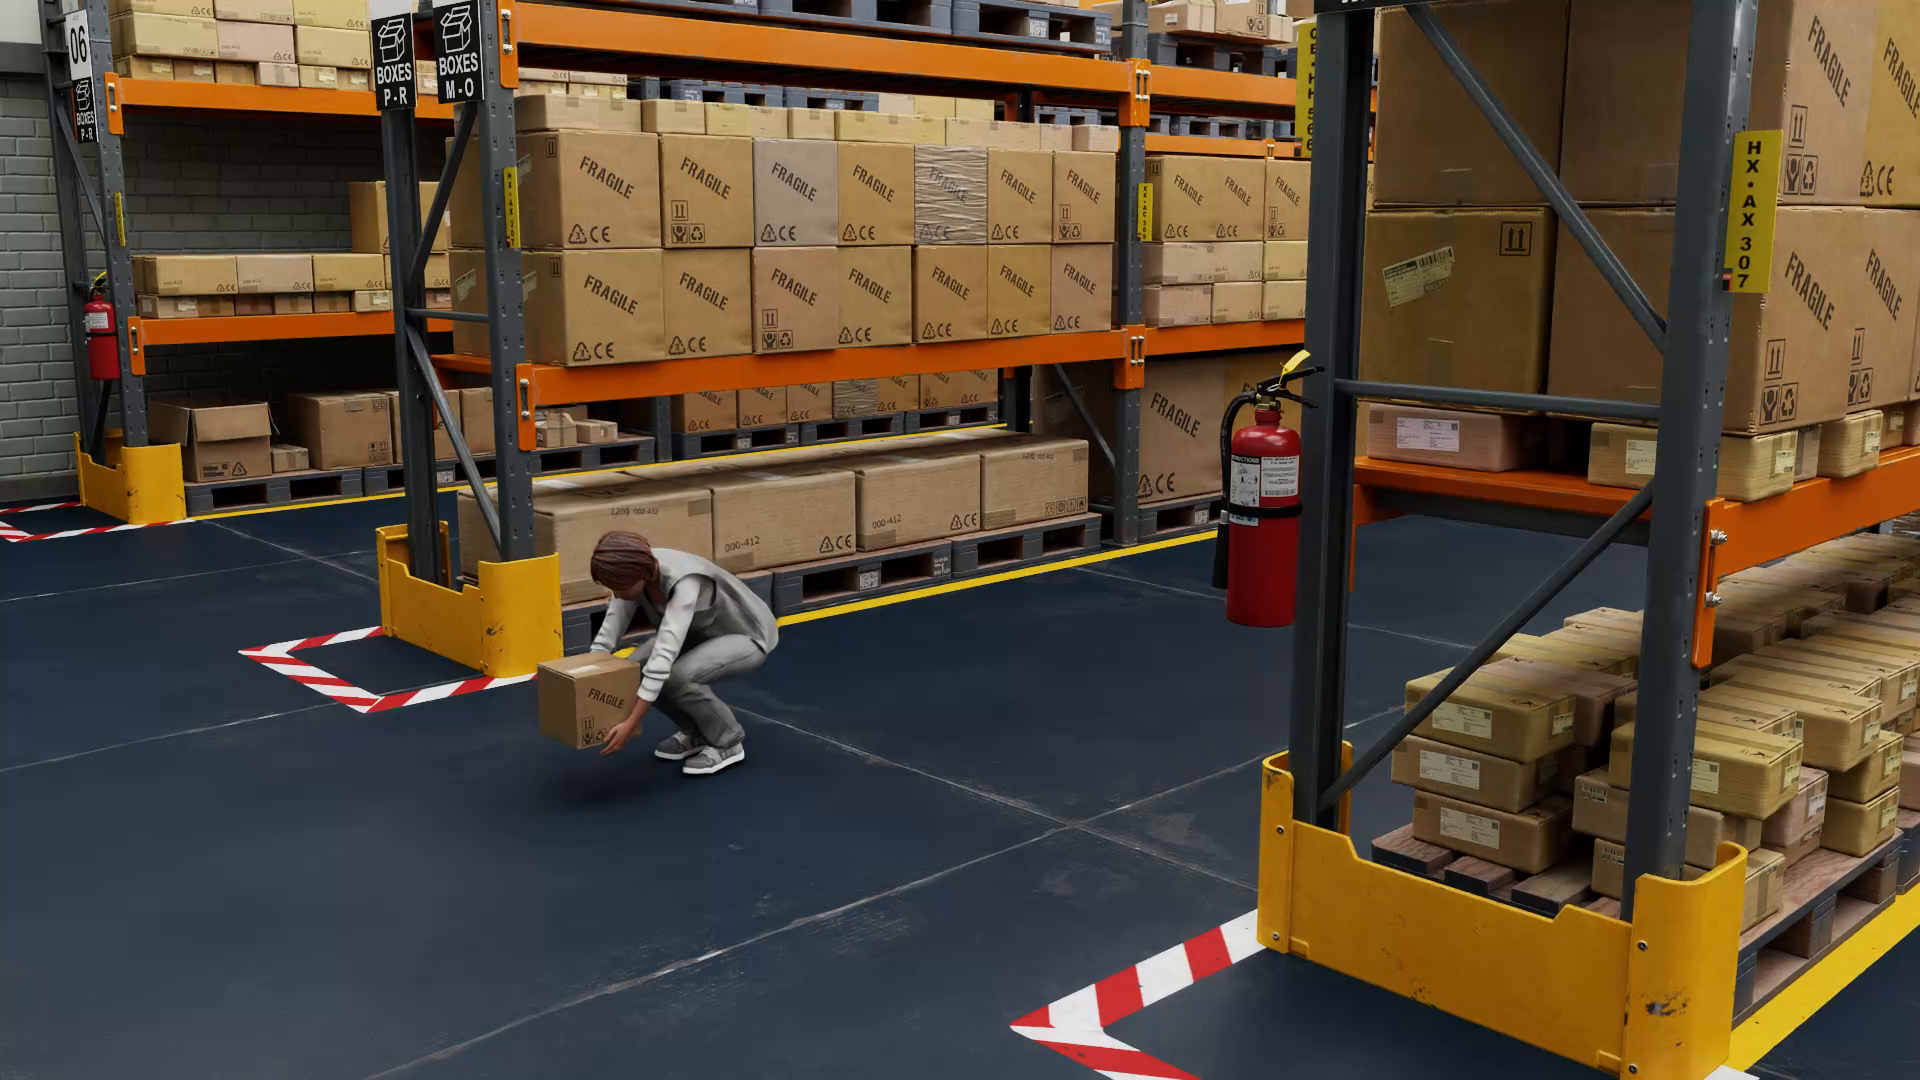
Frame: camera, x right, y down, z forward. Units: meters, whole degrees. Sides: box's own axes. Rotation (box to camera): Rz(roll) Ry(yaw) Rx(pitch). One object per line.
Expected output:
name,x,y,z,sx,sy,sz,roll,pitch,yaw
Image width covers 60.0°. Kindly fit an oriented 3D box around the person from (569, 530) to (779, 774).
person,-0.990,0.382,5.852,0.812,0.889,0.446,-10,15,-43
